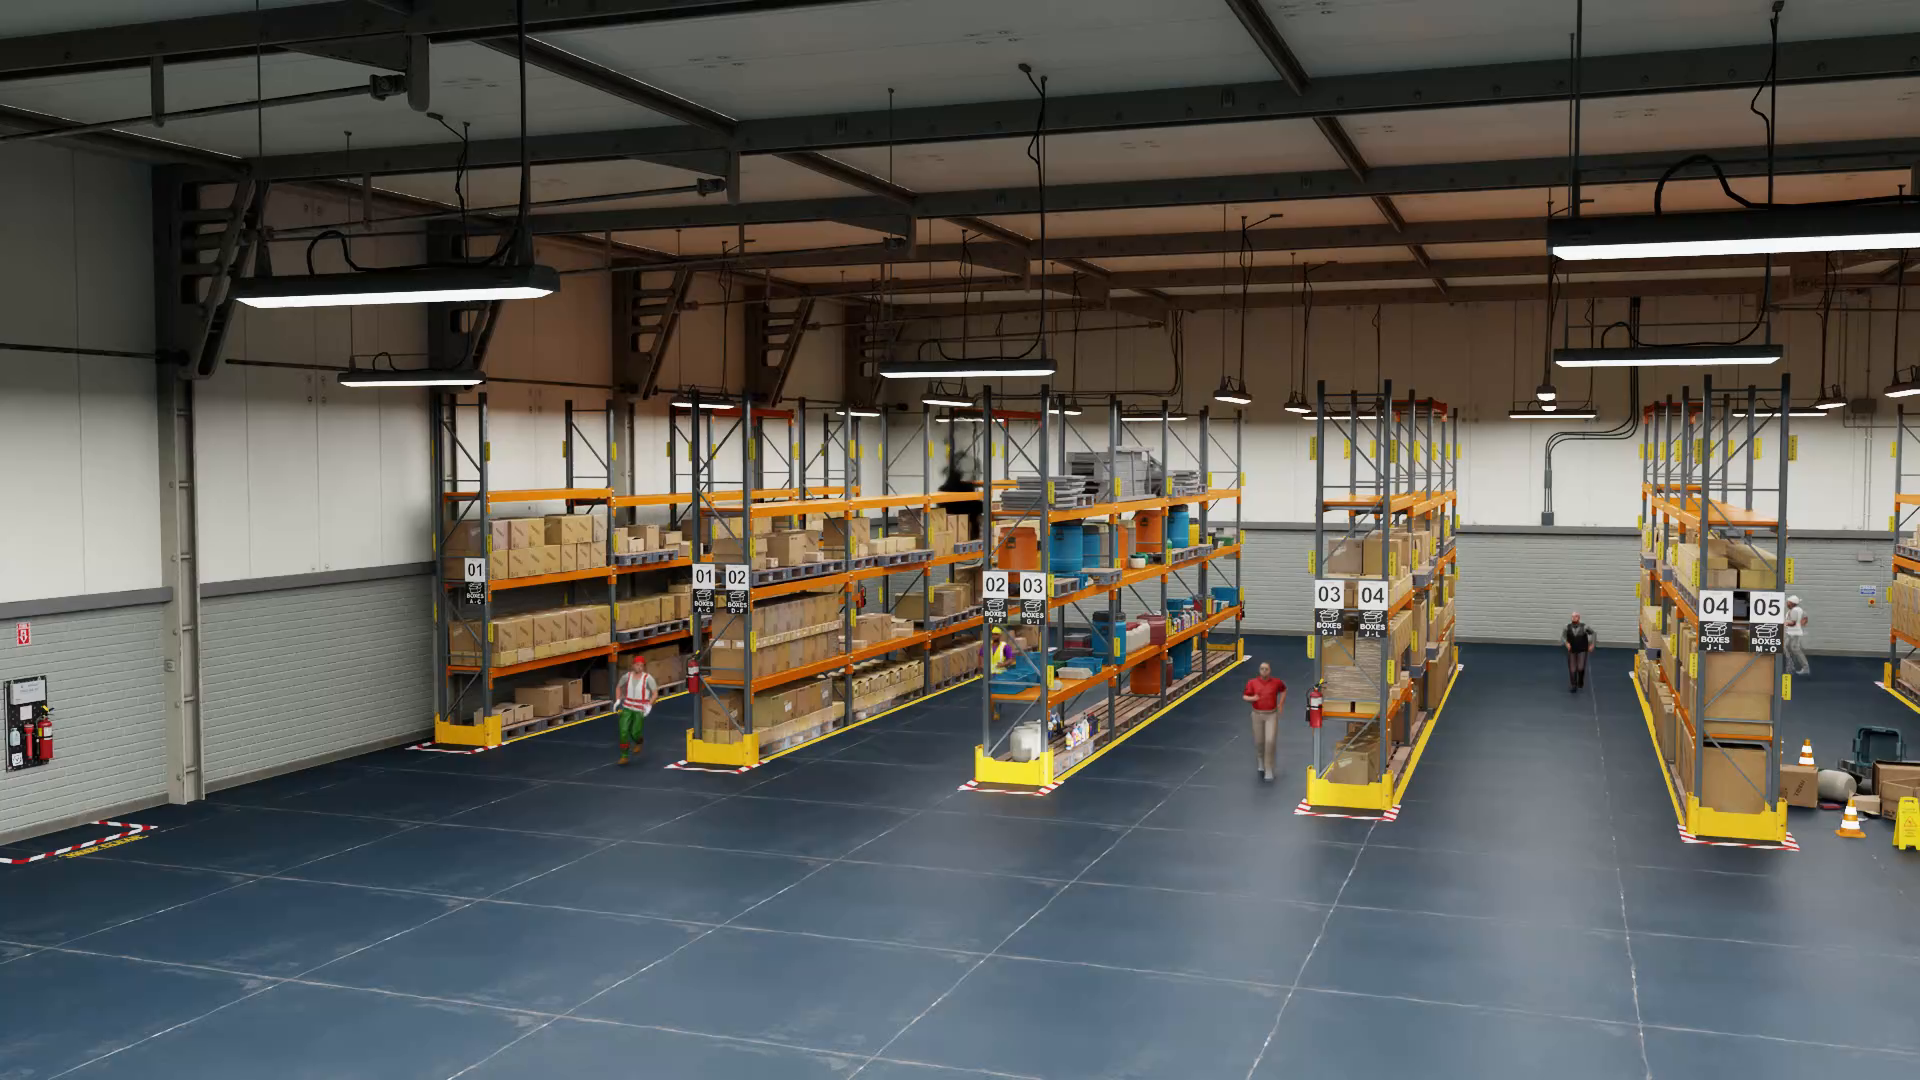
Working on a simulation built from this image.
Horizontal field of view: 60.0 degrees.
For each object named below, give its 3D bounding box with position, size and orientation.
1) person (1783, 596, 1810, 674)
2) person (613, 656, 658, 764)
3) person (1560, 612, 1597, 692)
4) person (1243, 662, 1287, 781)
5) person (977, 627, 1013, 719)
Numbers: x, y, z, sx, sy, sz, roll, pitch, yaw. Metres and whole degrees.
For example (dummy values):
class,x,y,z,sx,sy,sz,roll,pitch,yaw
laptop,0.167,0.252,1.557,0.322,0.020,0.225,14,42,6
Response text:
class,x,y,z,sx,sy,sz,roll,pitch,yaw
person,18.561,2.157,37.073,0.743,1.829,0.638,1,3,25
person,-5.210,2.715,26.808,0.696,1.729,0.656,0,3,5
person,12.766,2.332,34.385,0.683,1.679,0.699,2,3,29
person,4.691,2.764,25.641,0.648,1.775,0.851,1,3,16
person,0.637,2.486,30.934,0.692,1.723,0.607,1,3,11
